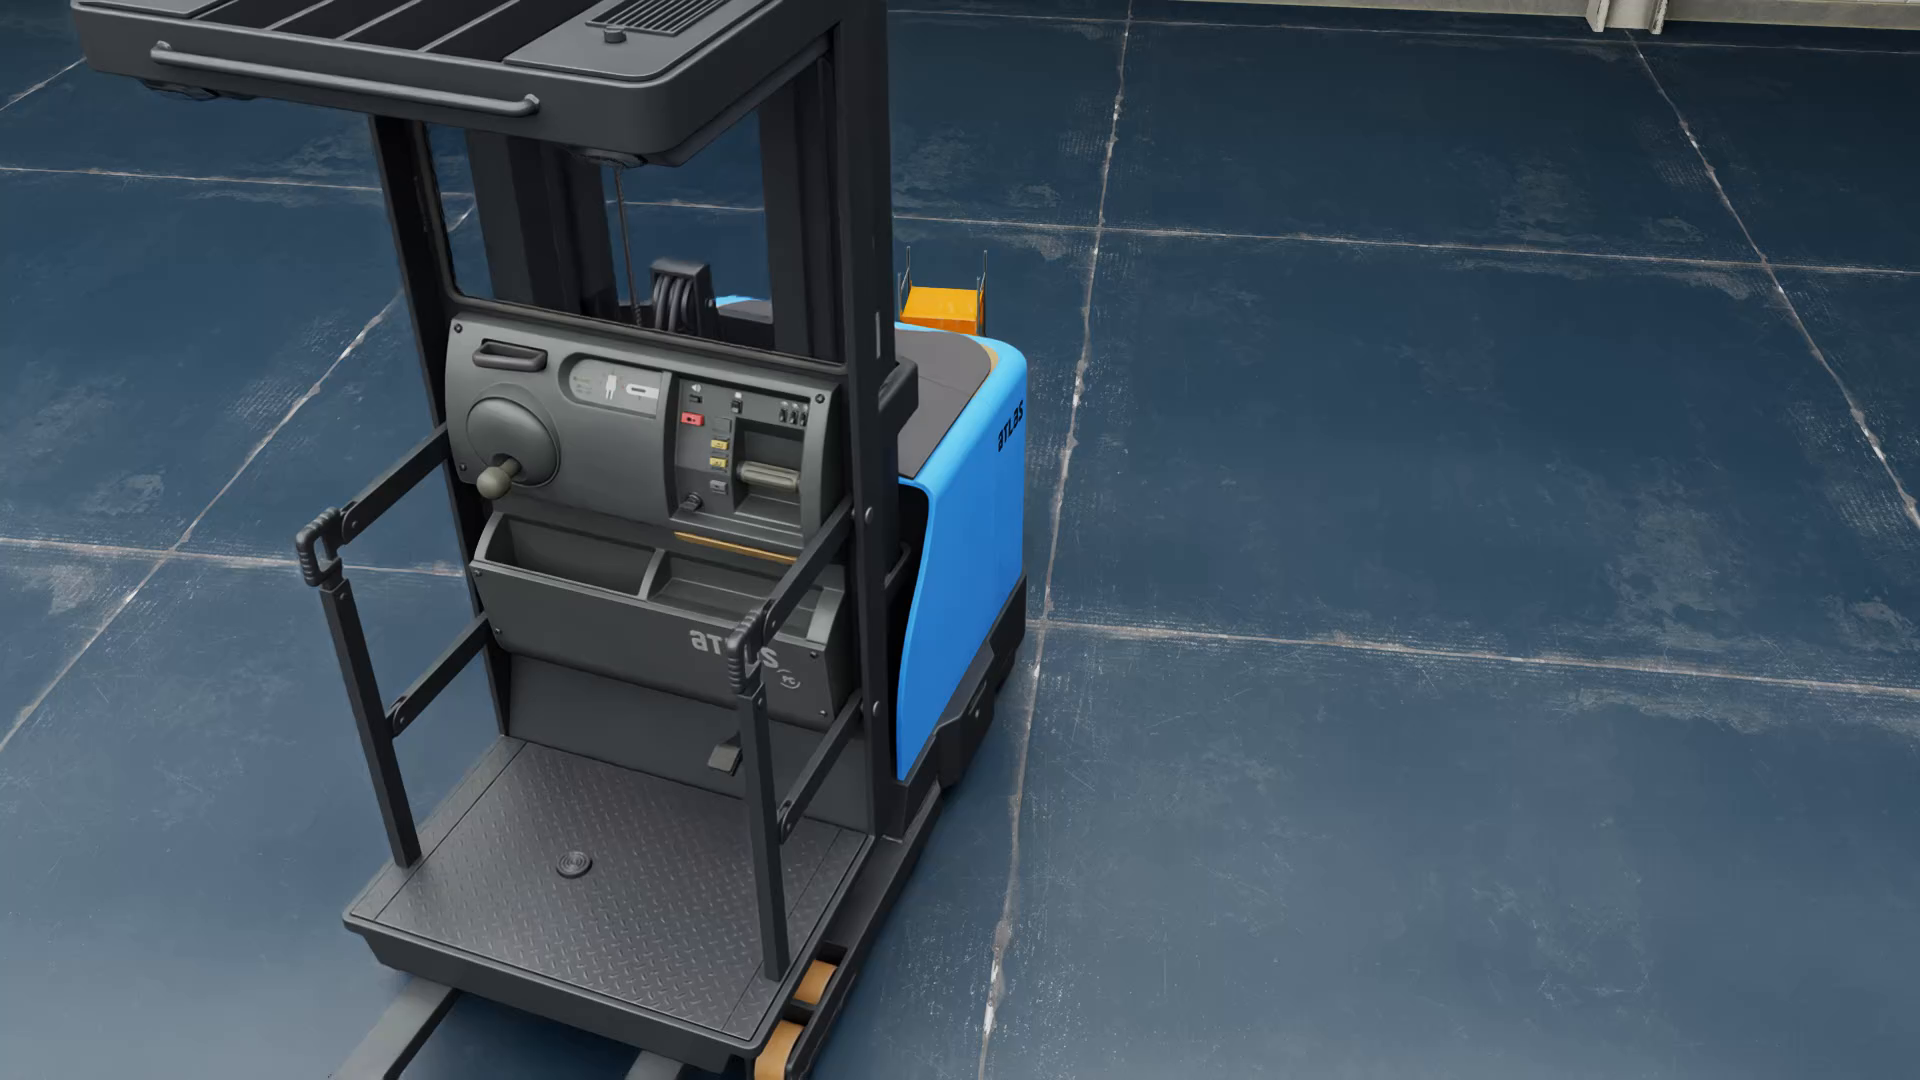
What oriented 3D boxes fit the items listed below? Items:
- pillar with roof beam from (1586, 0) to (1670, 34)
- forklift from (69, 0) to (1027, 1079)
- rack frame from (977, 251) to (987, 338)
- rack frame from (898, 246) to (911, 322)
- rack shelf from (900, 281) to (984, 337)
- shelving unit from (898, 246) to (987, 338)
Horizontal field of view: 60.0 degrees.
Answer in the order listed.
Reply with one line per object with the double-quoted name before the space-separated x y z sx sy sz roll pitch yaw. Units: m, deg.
"pillar with roof beam" 3.503 -4.334 4.077 0.400 9.000 9.100 4 36 6
"forklift" -0.785 -0.167 3.462 1.130 2.935 3.031 12 37 16
"rack frame" 0.068 -0.422 5.438 0.008 1.050 0.200 4 36 6
"rack frame" -0.174 -0.440 5.463 0.008 1.050 0.200 4 36 6
"rack shelf" -0.053 -0.654 5.292 0.240 0.259 0.215 4 36 6
"shelving unit" -0.053 -0.431 5.451 0.252 1.050 0.215 4 36 6
